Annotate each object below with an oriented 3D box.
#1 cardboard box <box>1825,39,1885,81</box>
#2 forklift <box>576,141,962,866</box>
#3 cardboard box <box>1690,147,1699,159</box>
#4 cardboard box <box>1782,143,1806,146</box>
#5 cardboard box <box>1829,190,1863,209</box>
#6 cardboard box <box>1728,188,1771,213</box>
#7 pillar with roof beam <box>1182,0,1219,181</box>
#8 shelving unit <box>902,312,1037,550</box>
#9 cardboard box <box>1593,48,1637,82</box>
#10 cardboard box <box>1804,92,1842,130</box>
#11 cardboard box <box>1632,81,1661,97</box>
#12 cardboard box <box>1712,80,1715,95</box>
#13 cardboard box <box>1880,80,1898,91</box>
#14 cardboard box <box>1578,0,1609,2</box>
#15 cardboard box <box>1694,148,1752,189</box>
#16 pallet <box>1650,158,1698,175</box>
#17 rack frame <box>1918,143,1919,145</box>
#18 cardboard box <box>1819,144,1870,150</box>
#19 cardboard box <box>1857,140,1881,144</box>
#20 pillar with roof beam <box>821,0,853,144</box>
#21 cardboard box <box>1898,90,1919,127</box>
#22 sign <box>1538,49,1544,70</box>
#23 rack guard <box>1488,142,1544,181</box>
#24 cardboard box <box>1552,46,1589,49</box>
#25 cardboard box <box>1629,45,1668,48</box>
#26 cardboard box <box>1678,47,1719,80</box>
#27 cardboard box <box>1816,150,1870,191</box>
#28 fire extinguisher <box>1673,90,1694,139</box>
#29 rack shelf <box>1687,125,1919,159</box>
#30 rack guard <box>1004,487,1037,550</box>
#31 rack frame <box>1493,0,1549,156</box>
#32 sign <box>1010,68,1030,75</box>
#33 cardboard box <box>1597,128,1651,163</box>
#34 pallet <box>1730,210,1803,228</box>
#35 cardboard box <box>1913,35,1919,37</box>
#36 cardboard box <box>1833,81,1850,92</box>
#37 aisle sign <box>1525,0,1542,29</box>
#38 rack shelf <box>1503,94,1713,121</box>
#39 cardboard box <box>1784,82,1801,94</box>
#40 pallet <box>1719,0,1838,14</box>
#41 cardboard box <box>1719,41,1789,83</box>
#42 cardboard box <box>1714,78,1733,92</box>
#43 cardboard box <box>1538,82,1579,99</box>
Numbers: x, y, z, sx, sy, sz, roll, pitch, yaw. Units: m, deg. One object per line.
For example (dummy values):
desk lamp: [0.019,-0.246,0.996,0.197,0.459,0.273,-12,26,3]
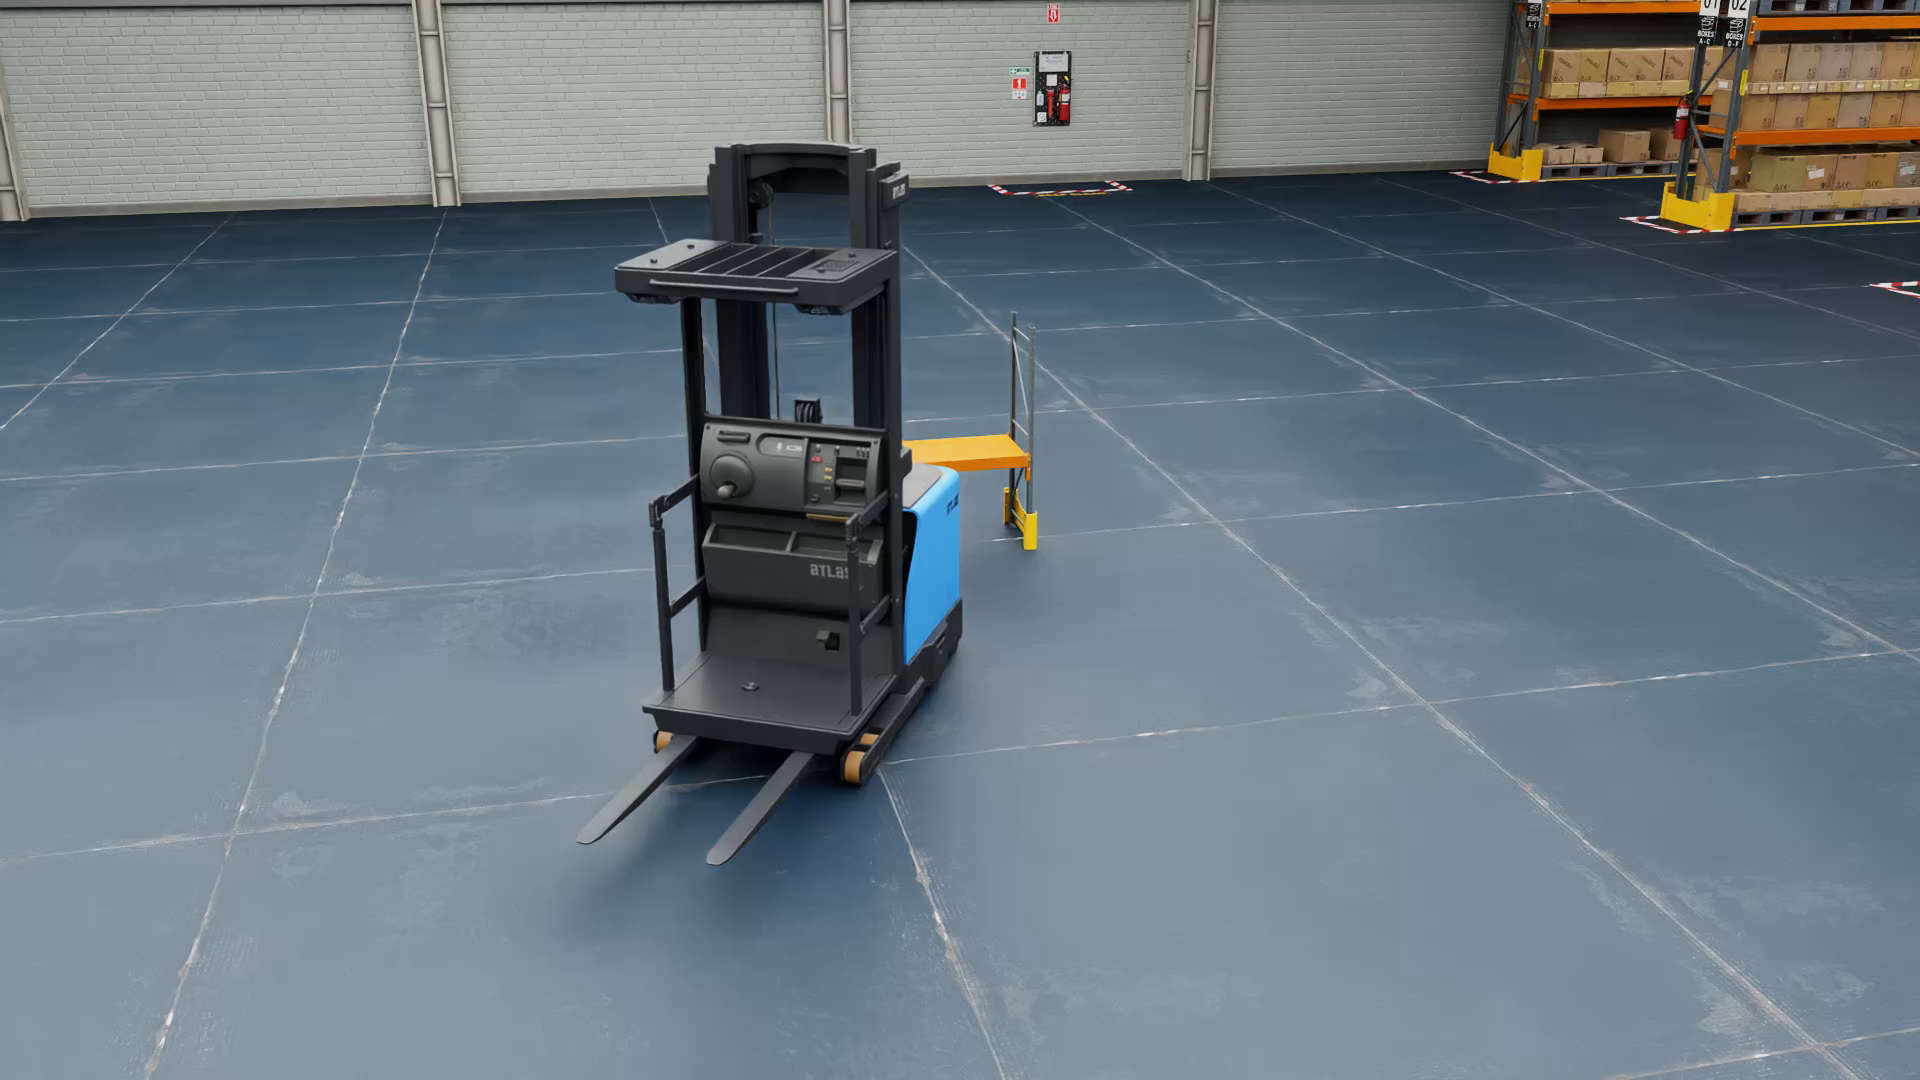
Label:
cardboard box: [12.427,-6.717,23.260,0.500,0.500,0.700,-5,21,-12]
forklift: [-0.896,-0.339,7.978,1.130,2.935,3.031,6,21,16]
cardboard box: [12.665,-6.699,28.722,0.250,0.166,0.380,-7,21,-20]
cardboard box: [14.382,-7.030,29.139,0.500,0.500,0.700,-5,21,-14]
cardboard box: [12.463,-4.893,23.699,0.500,0.250,0.500,-5,21,-12]
cardboard box: [11.003,-4.775,23.377,0.500,0.250,0.500,-5,21,-12]
pillar with roof beam: [4.920,-8.805,22.269,0.400,9.000,9.100,-5,21,-12]
shelving unit: [-0.074,-0.698,11.040,1.083,1.500,0.587,-5,21,-12]
cardboard box: [10.807,-7.862,27.515,0.500,0.500,0.500,-5,21,-14]
cardboard box: [11.881,-6.061,23.355,0.500,0.500,0.700,-5,21,-12]
cardboard box: [11.326,-7.554,27.764,0.500,0.250,0.500,-4,21,-12]
cardboard box: [12.787,-7.676,28.096,0.500,0.250,0.500,-5,21,-12]
cardboard box: [12.871,-6.376,23.271,0.250,0.149,0.380,-4,21,-11]
cardboard box: [10.200,-8.997,26.980,0.500,0.500,0.500,-3,20,-9]
cardboard box: [10.883,-5.301,23.723,0.500,0.500,0.500,-5,21,-12]
pallet: [12.533,-6.501,28.756,1.213,0.211,1.003,-5,21,-12]
rack frame: [14.322,-6.218,23.928,0.127,3.000,1.000,-5,21,-12]
cardboard box: [12.826,-5.465,24.169,0.500,0.500,0.500,-5,21,-12]
cardboard box: [15.855,-7.149,29.464,0.500,0.500,0.700,-5,21,-13]
pillar with roof beam: [-0.919,-8.330,20.972,0.400,9.000,9.100,-5,21,-12]
cardboard box: [13.380,-6.184,23.689,0.500,0.500,0.700,-5,21,-13]
sign: [9.411,-7.784,26.944,0.005,0.325,0.100,-5,21,-12]
rack guard: [9.360,-6.391,28.036,0.348,0.500,1.175,-5,21,-12]
cardboard box: [10.188,-7.995,27.878,0.500,0.500,0.500,-4,21,-12]
cardboard box: [11.683,-8.122,28.225,0.500,0.500,0.500,-4,21,-11]
cardboard box: [12.305,-7.984,27.849,0.500,0.500,0.500,-5,21,-13]
cardboard box: [12.463,-5.245,23.569,0.500,0.500,0.500,-5,21,-12]
fire extinguisher: [10.208,-6.011,23.476,0.183,0.674,0.296,-5,21,-12]
rack shelf: [12.376,-5.722,23.619,4.000,0.370,1.077,-5,21,-12]
rack guard: [0.410,-0.151,11.363,0.087,0.250,0.587,-5,21,-12]
rack frame: [9.286,-7.559,27.589,0.127,3.000,1.000,-5,21,-12]
sign: [0.960,-7.500,26.606,0.331,0.109,0.001,-5,21,-12]
cardboard box: [11.260,-6.703,28.247,0.500,0.500,0.700,-6,21,-16]
pallet: [11.164,-4.666,23.746,1.213,0.211,1.003,-5,21,-12]
cardboard box: [16.742,-8.713,29.011,0.250,0.149,0.380,-7,21,-20]
cardboard box: [12.114,-6.314,23.103,0.250,0.149,0.380,-5,21,-13]
aisle sign: [9.285,-8.674,26.852,0.004,0.787,0.394,-5,21,-12]
rack shelf: [11.232,-7.380,28.145,4.000,0.370,1.077,-5,21,-12]
cardboard box: [11.360,-6.253,22.935,0.250,0.149,0.380,-5,21,-12]
pallet: [11.124,-7.315,22.692,1.213,0.211,1.003,-5,21,-12]
cardboard box: [10.938,-6.594,22.924,0.500,0.500,0.700,-5,21,-12]
cardboard box: [10.757,-6.347,23.191,0.250,0.149,0.380,-5,21,-13]
cardboard box: [9.834,-7.430,27.427,0.500,0.250,0.500,-5,21,-14]
